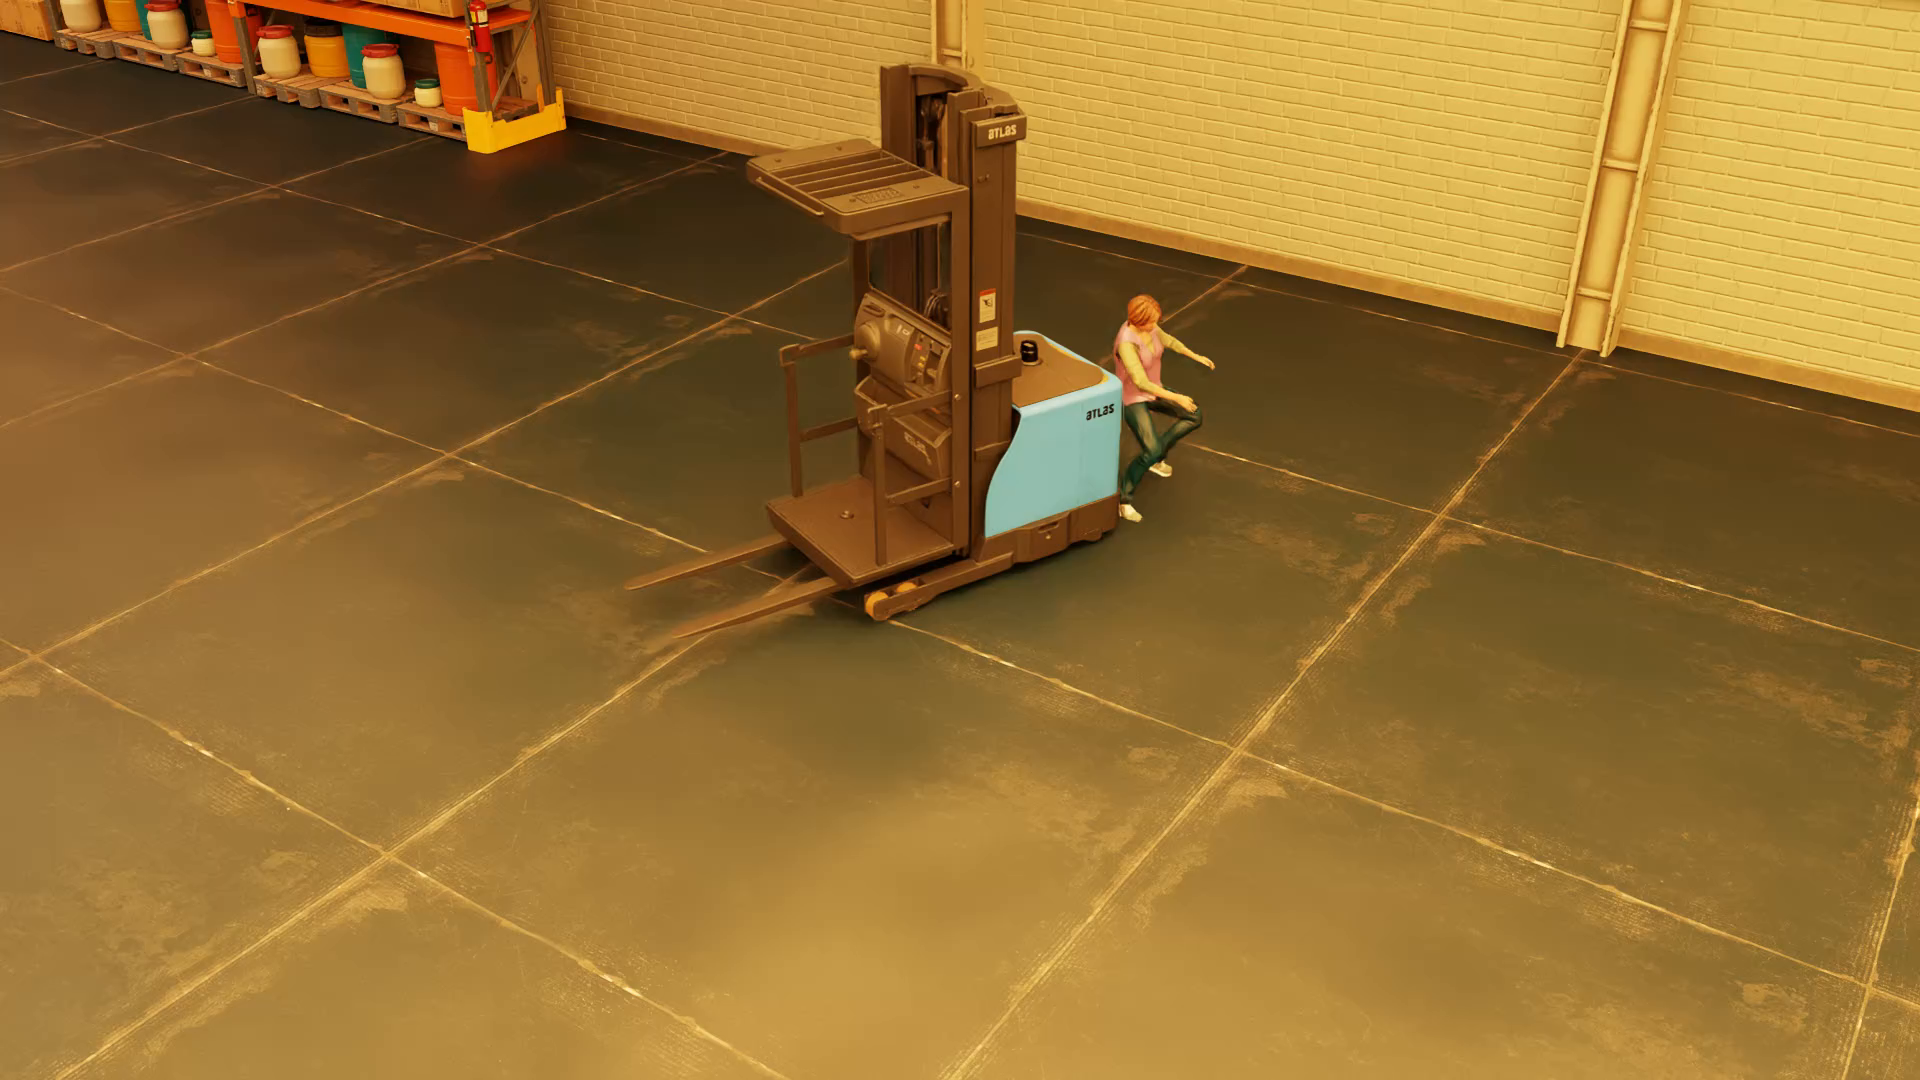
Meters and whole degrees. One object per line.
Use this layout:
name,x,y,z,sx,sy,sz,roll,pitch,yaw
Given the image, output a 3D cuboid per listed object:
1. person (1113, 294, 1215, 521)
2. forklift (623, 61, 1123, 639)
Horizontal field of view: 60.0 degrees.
person,1.301,-0.877,10.652,0.682,1.428,0.765,19,35,30
forklift,-0.507,-1.097,9.471,3.031,2.935,1.130,-19,35,-29
